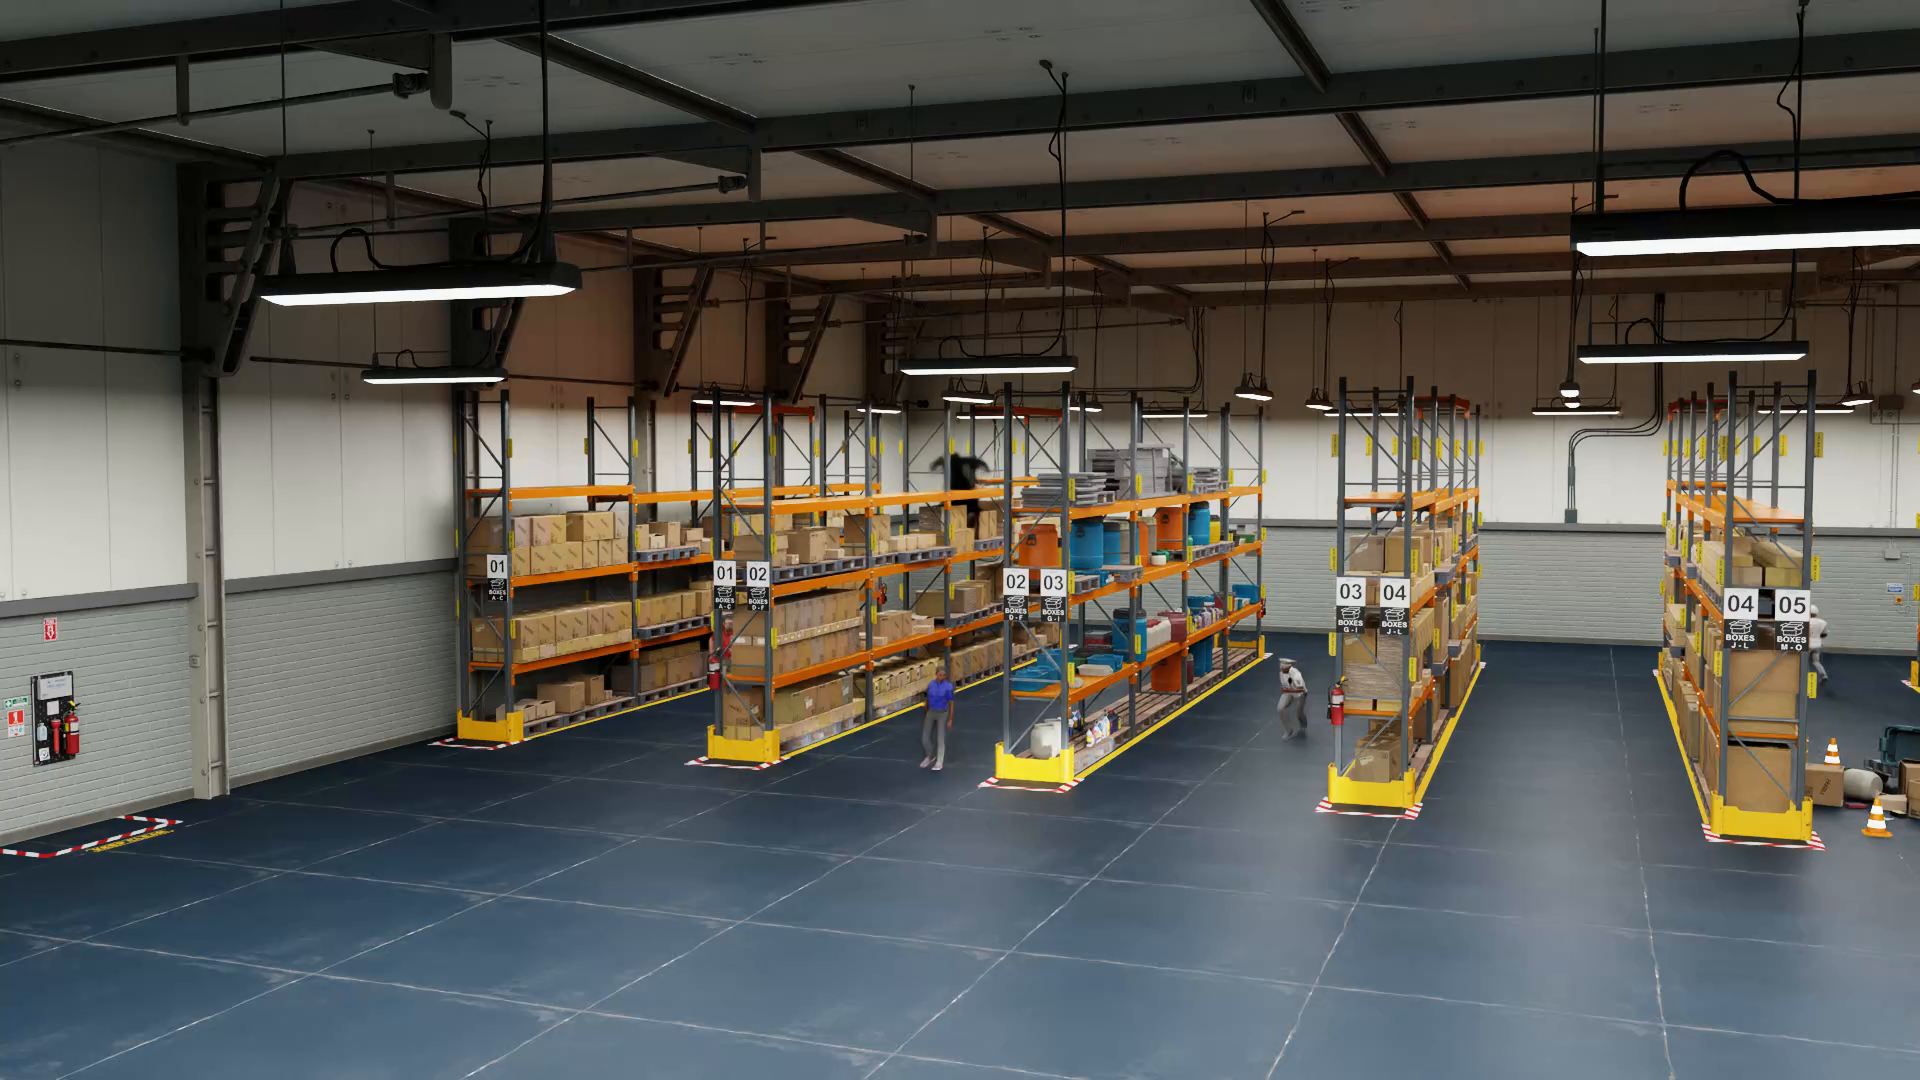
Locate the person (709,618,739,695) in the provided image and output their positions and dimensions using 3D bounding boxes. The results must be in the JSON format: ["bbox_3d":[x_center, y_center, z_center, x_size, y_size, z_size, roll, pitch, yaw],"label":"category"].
[{"bbox_3d":[-4.480,2.390,31.999,0.699,1.787,0.906,0,3,-2],"label":"person"}]

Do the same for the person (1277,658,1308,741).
[{"bbox_3d":[5.792,2.719,28.706,0.565,1.440,1.097,3,4,40],"label":"person"}]

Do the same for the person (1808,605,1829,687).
[{"bbox_3d":[17.675,2.221,34.518,0.698,1.746,0.931,0,3,-3],"label":"person"}]

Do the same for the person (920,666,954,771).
[{"bbox_3d":[-0.364,2.743,25.731,0.584,1.637,0.422,1,3,17],"label":"person"}]
